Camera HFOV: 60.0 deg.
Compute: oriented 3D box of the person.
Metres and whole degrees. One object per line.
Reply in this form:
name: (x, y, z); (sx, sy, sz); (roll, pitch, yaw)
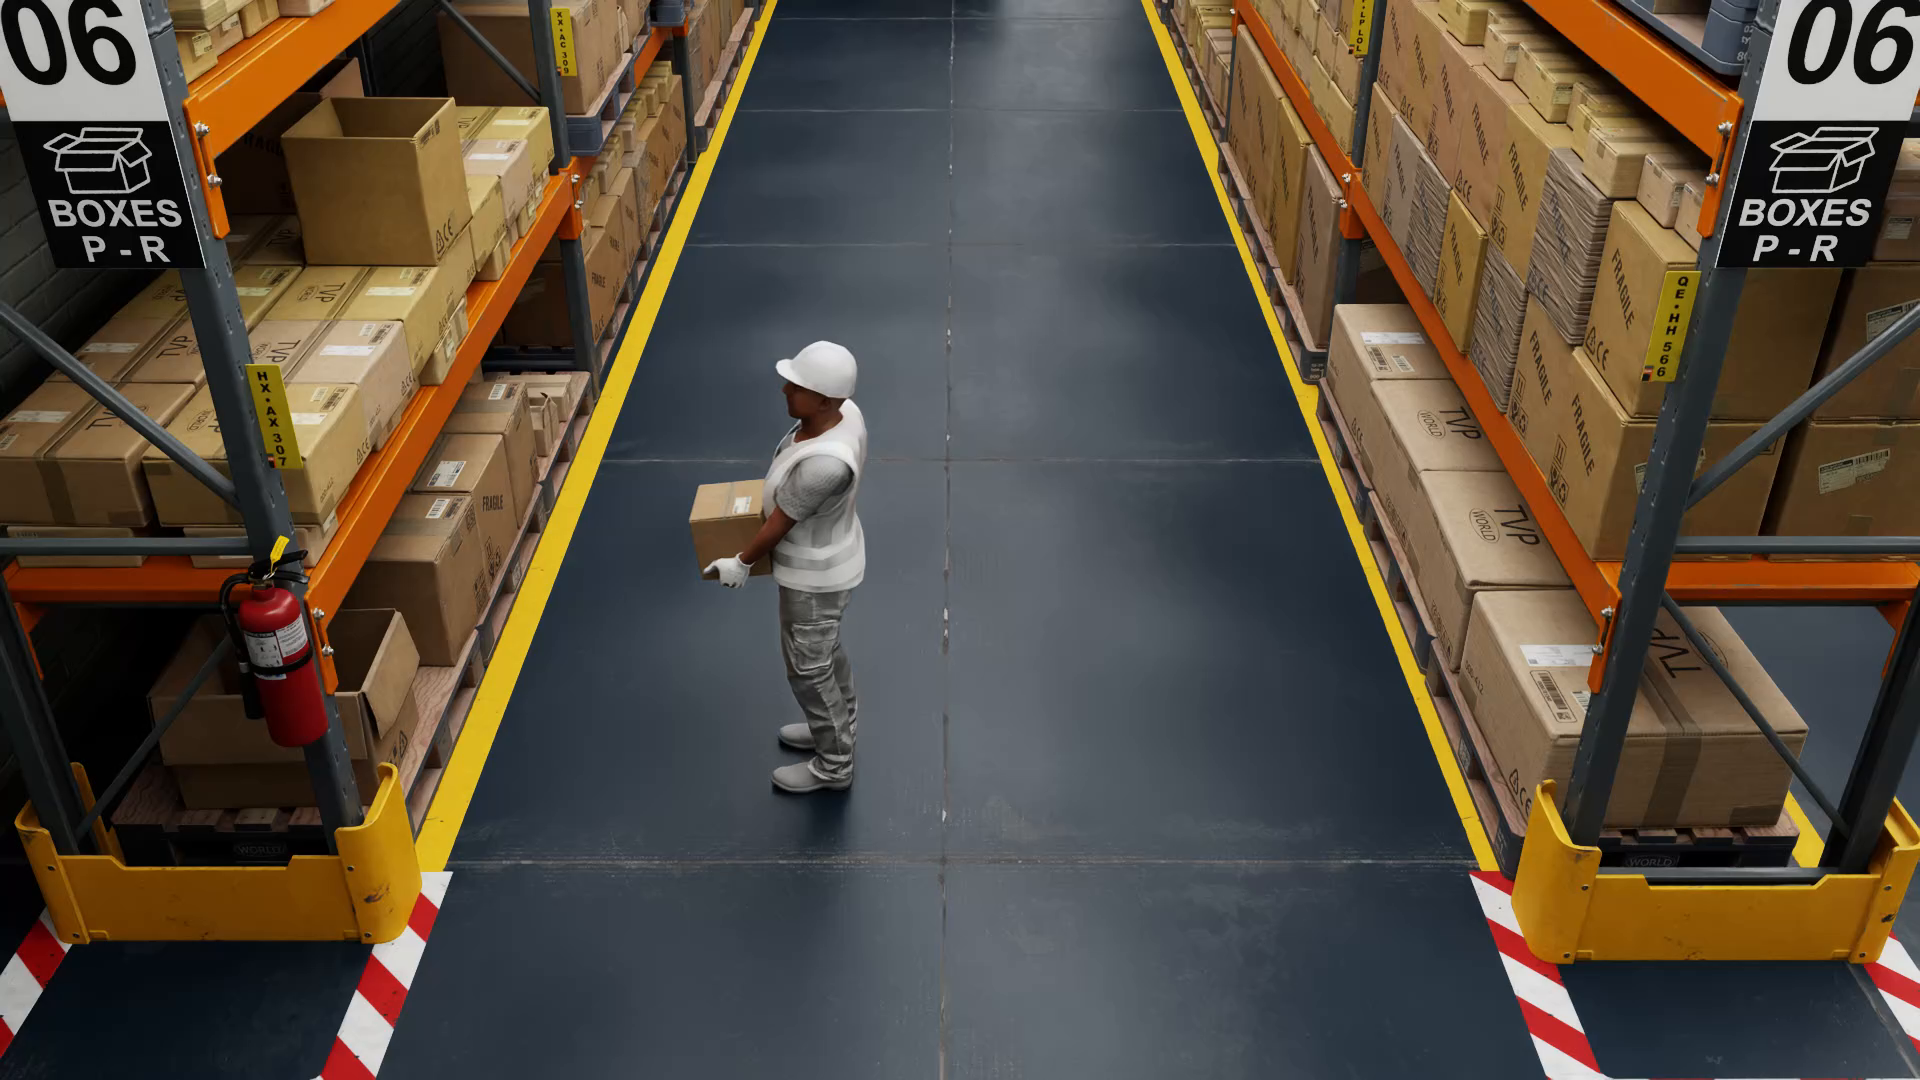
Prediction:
person: (-0.611, 0.107, 5.944); (0.575, 1.778, 0.487); (0, 31, 0)
